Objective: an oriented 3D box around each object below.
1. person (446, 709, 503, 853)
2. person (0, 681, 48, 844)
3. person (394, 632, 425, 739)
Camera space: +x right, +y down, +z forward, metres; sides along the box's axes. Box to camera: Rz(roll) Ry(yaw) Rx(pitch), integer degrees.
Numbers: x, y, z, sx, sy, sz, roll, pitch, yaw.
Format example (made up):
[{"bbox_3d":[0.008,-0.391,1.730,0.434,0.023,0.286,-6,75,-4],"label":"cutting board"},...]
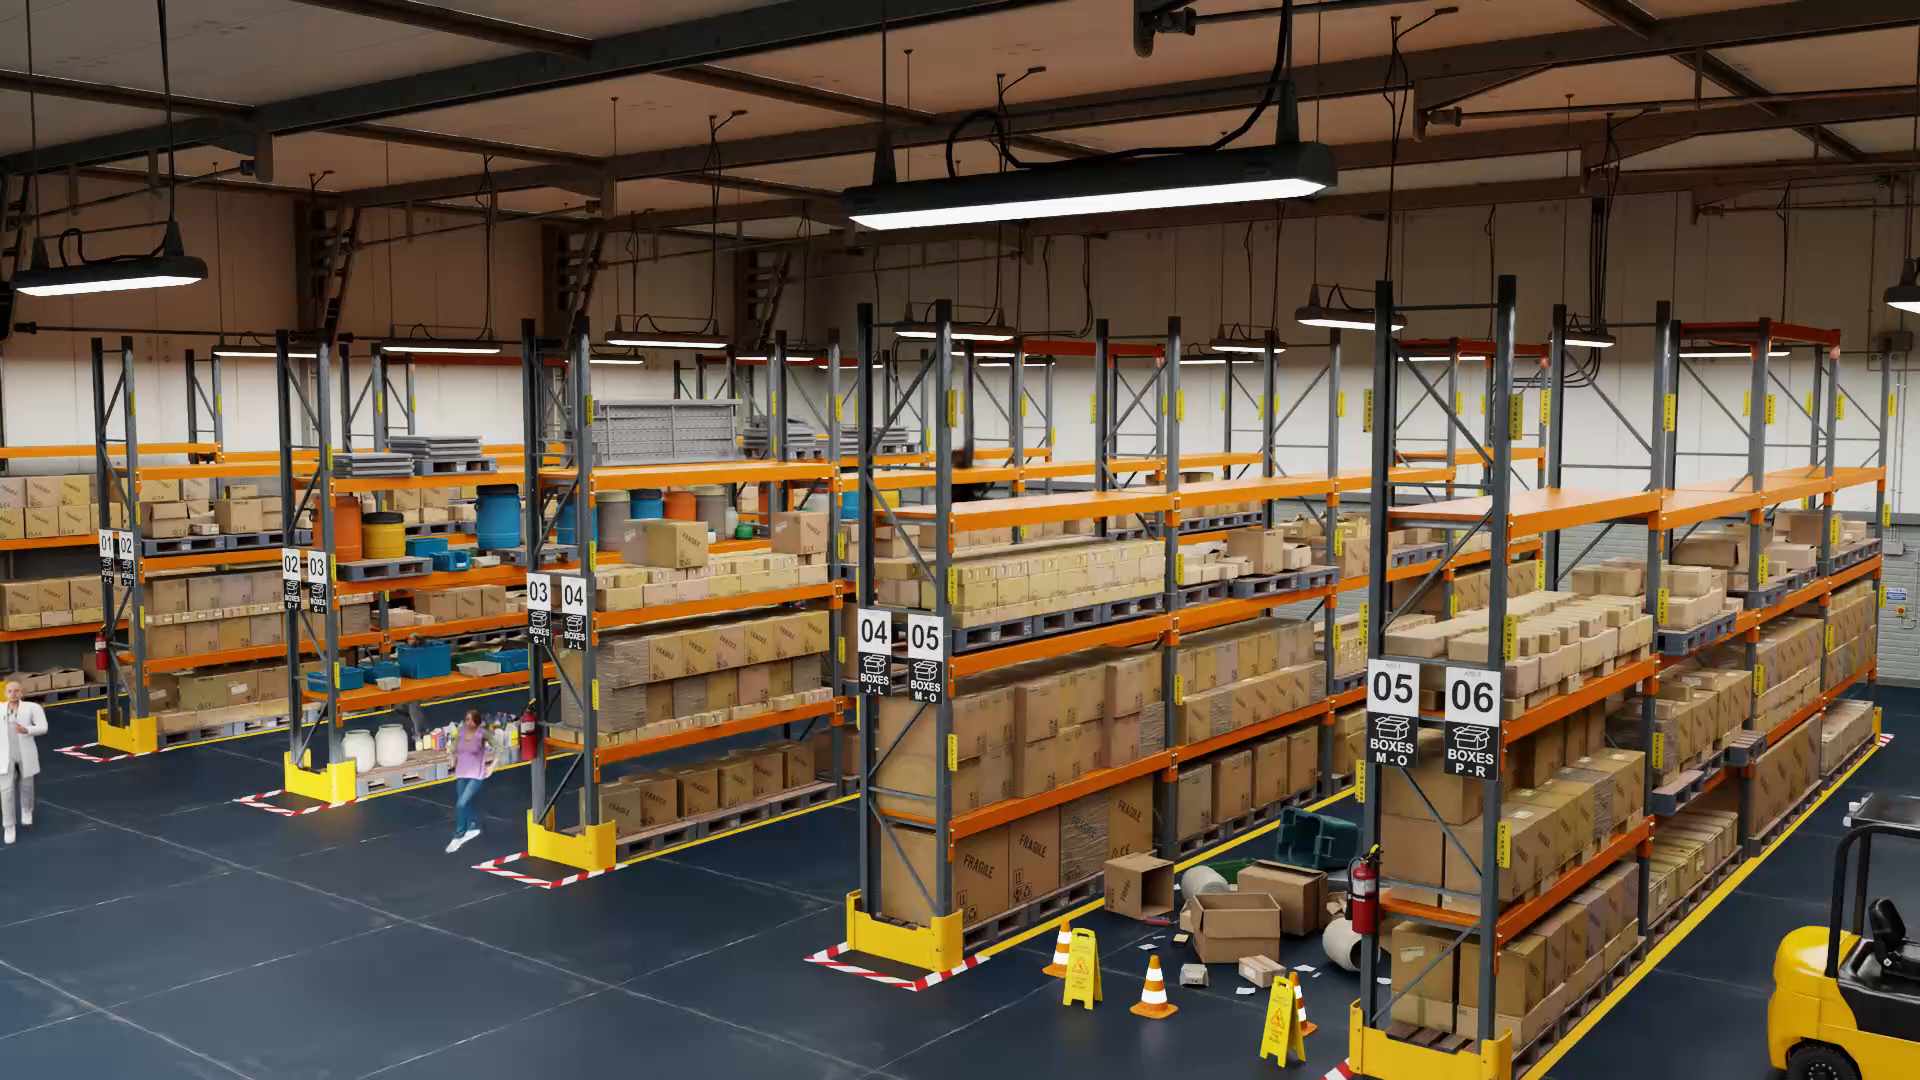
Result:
[{"bbox_3d":[-5.557,2.725,18.961,0.591,1.614,0.589,2,5,20],"label":"person"},{"bbox_3d":[-11.093,2.582,19.546,0.689,1.767,0.981,-3,6,-28],"label":"person"},{"bbox_3d":[-8.208,2.188,24.937,0.636,1.613,0.500,3,6,29],"label":"person"}]
